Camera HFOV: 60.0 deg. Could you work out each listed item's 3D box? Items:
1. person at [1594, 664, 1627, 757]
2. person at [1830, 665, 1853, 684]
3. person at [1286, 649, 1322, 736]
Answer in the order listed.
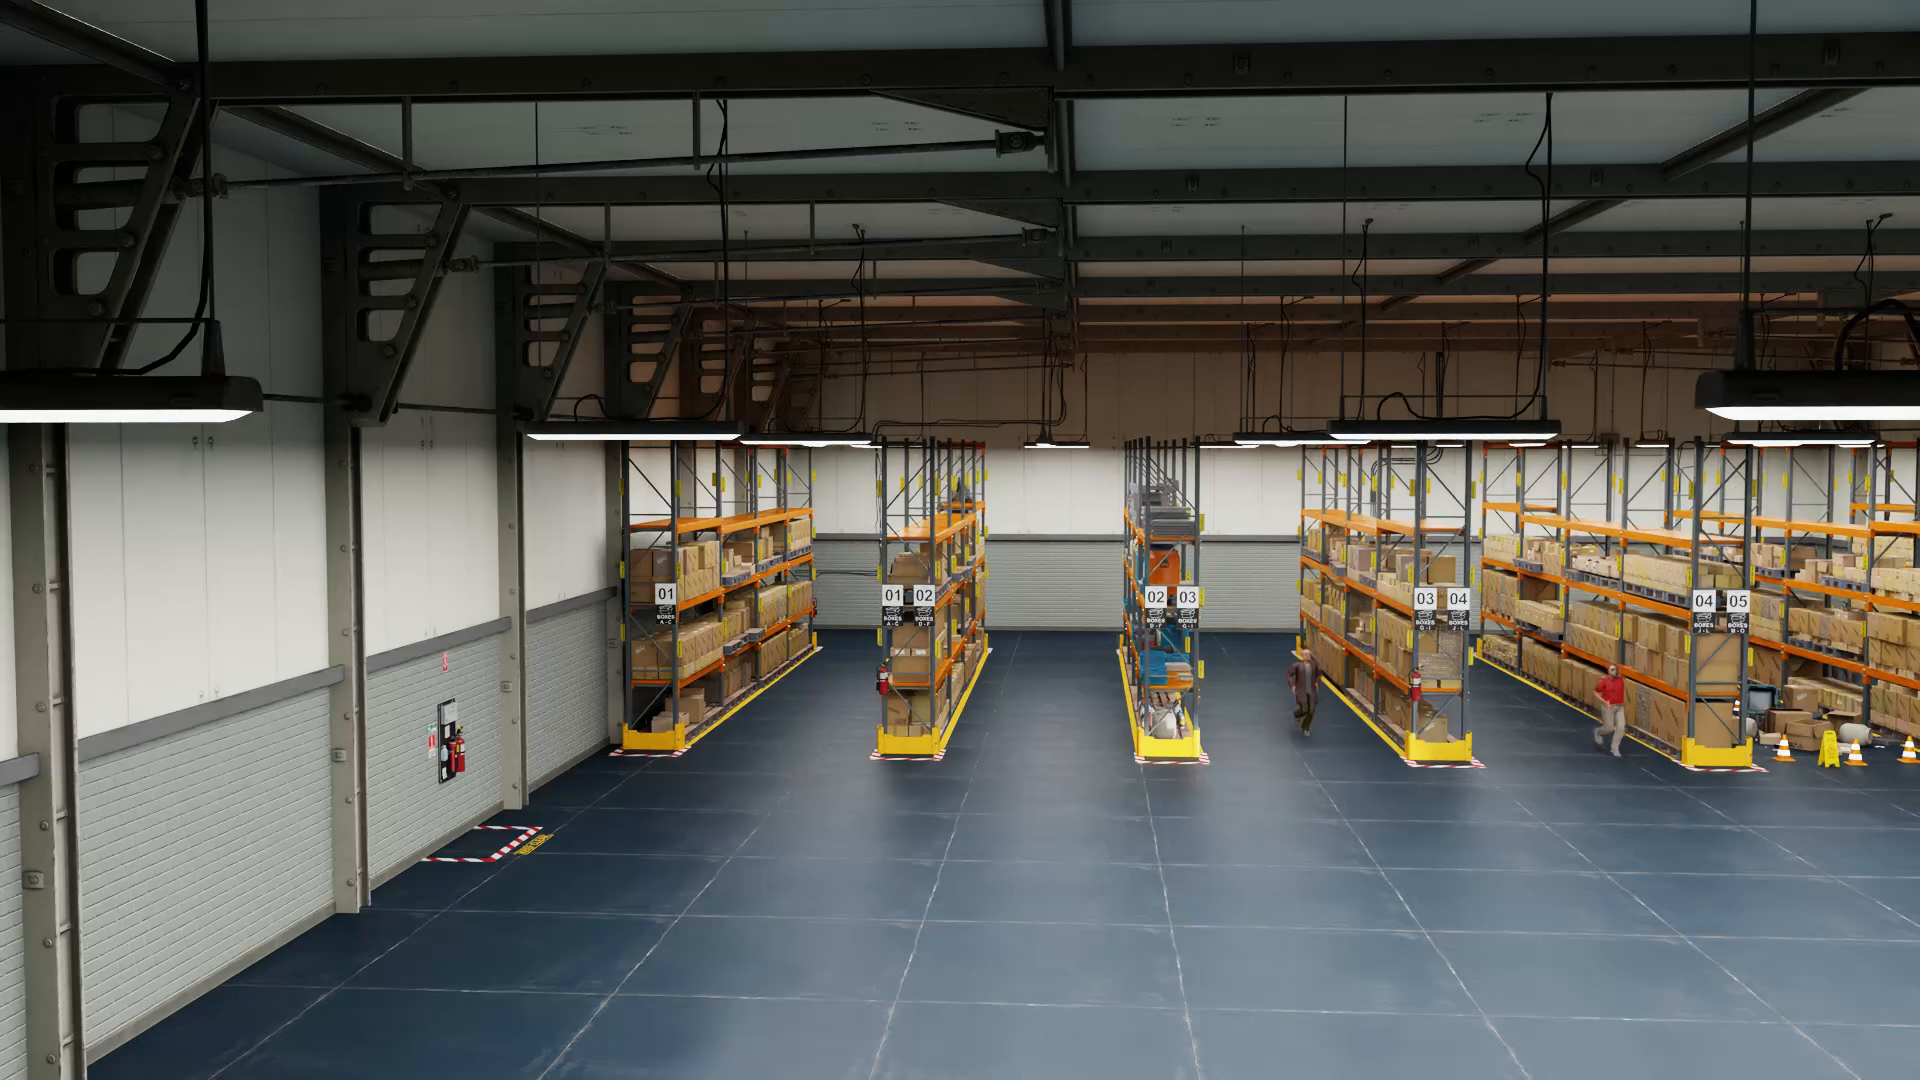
[{"bbox_3d":[12.331,3.211,31.497,0.673,1.728,0.784,0,3,-8],"label":"person"},{"bbox_3d":[21.022,2.737,39.598,0.641,1.770,0.740,0,3,2],"label":"person"},{"bbox_3d":[6.976,3.113,33.622,0.723,1.668,0.634,0,3,-9],"label":"person"}]
